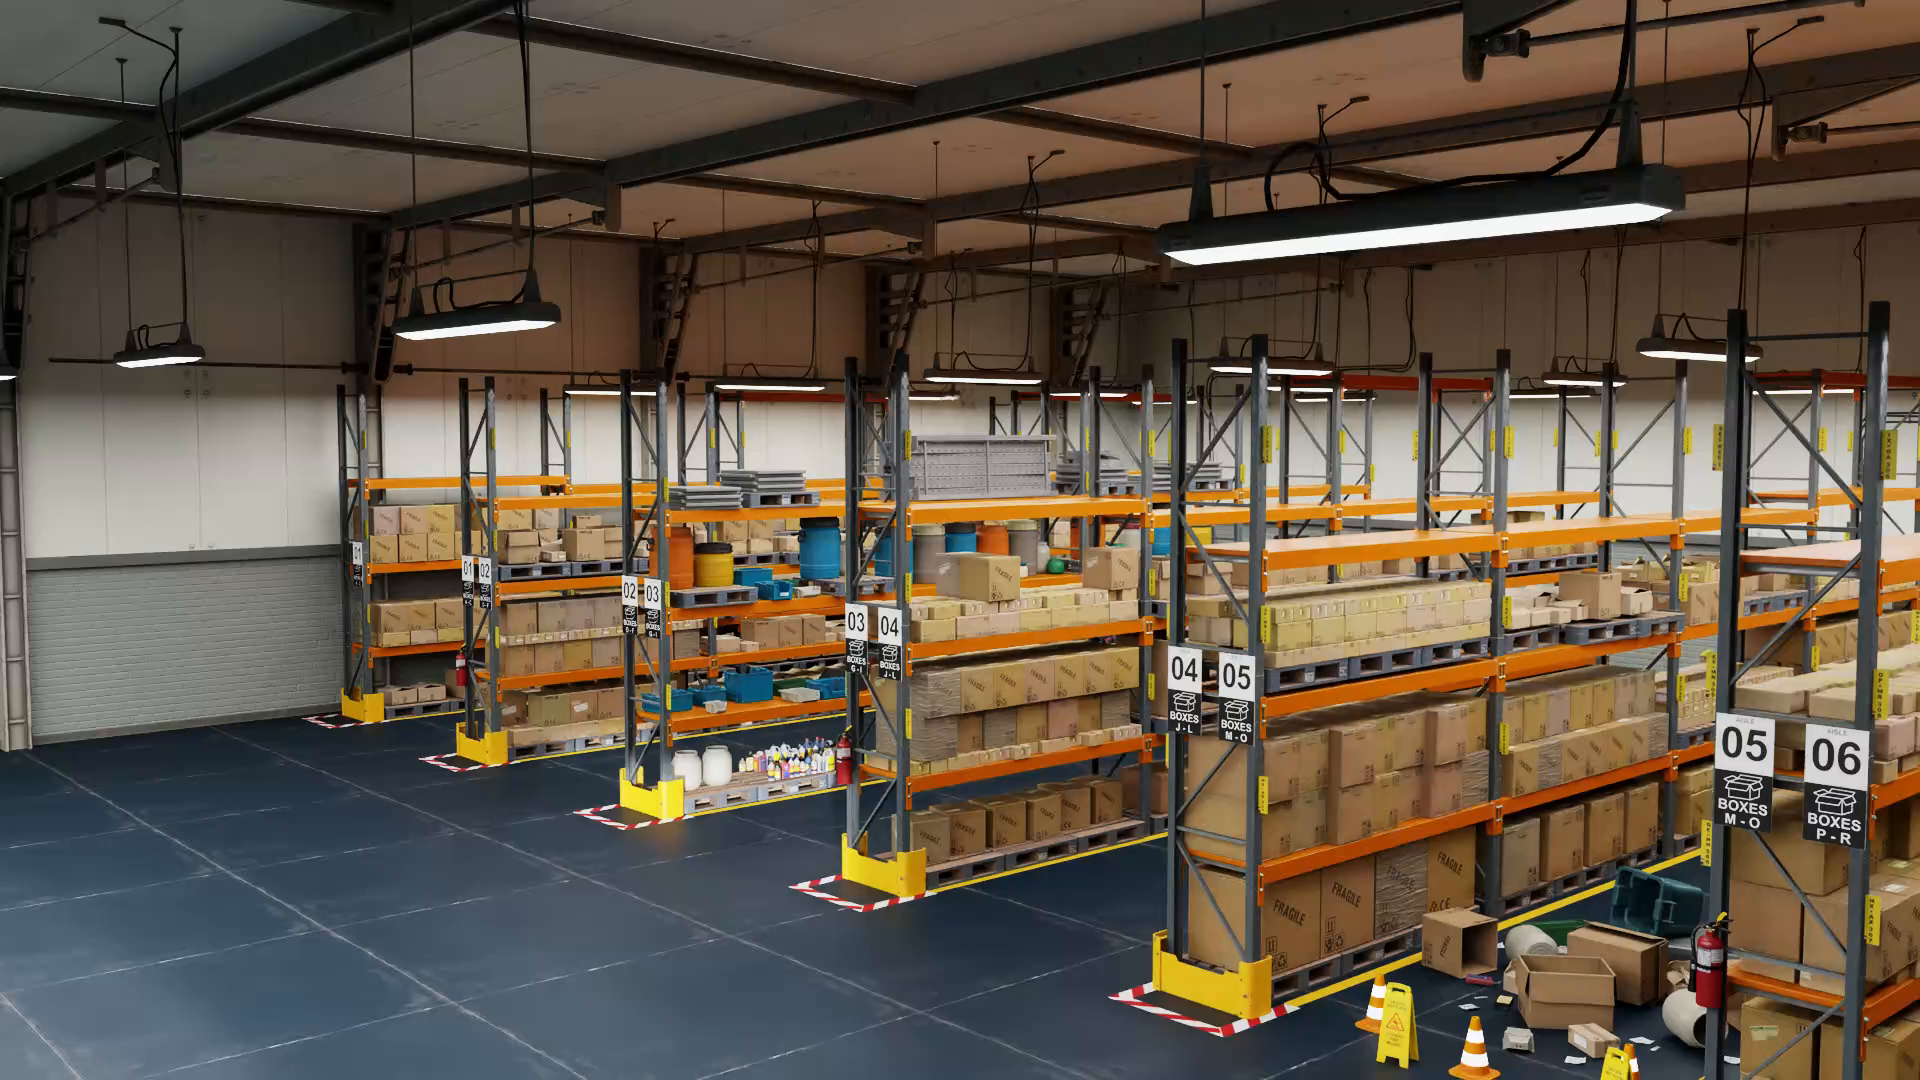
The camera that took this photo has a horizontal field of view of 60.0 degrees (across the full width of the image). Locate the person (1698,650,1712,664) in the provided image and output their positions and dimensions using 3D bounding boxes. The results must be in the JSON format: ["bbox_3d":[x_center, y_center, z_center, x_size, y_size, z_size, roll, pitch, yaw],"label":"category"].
[{"bbox_3d":[11.610,2.605,25.759,0.723,1.823,0.698,-3,5,-38],"label":"person"}]
